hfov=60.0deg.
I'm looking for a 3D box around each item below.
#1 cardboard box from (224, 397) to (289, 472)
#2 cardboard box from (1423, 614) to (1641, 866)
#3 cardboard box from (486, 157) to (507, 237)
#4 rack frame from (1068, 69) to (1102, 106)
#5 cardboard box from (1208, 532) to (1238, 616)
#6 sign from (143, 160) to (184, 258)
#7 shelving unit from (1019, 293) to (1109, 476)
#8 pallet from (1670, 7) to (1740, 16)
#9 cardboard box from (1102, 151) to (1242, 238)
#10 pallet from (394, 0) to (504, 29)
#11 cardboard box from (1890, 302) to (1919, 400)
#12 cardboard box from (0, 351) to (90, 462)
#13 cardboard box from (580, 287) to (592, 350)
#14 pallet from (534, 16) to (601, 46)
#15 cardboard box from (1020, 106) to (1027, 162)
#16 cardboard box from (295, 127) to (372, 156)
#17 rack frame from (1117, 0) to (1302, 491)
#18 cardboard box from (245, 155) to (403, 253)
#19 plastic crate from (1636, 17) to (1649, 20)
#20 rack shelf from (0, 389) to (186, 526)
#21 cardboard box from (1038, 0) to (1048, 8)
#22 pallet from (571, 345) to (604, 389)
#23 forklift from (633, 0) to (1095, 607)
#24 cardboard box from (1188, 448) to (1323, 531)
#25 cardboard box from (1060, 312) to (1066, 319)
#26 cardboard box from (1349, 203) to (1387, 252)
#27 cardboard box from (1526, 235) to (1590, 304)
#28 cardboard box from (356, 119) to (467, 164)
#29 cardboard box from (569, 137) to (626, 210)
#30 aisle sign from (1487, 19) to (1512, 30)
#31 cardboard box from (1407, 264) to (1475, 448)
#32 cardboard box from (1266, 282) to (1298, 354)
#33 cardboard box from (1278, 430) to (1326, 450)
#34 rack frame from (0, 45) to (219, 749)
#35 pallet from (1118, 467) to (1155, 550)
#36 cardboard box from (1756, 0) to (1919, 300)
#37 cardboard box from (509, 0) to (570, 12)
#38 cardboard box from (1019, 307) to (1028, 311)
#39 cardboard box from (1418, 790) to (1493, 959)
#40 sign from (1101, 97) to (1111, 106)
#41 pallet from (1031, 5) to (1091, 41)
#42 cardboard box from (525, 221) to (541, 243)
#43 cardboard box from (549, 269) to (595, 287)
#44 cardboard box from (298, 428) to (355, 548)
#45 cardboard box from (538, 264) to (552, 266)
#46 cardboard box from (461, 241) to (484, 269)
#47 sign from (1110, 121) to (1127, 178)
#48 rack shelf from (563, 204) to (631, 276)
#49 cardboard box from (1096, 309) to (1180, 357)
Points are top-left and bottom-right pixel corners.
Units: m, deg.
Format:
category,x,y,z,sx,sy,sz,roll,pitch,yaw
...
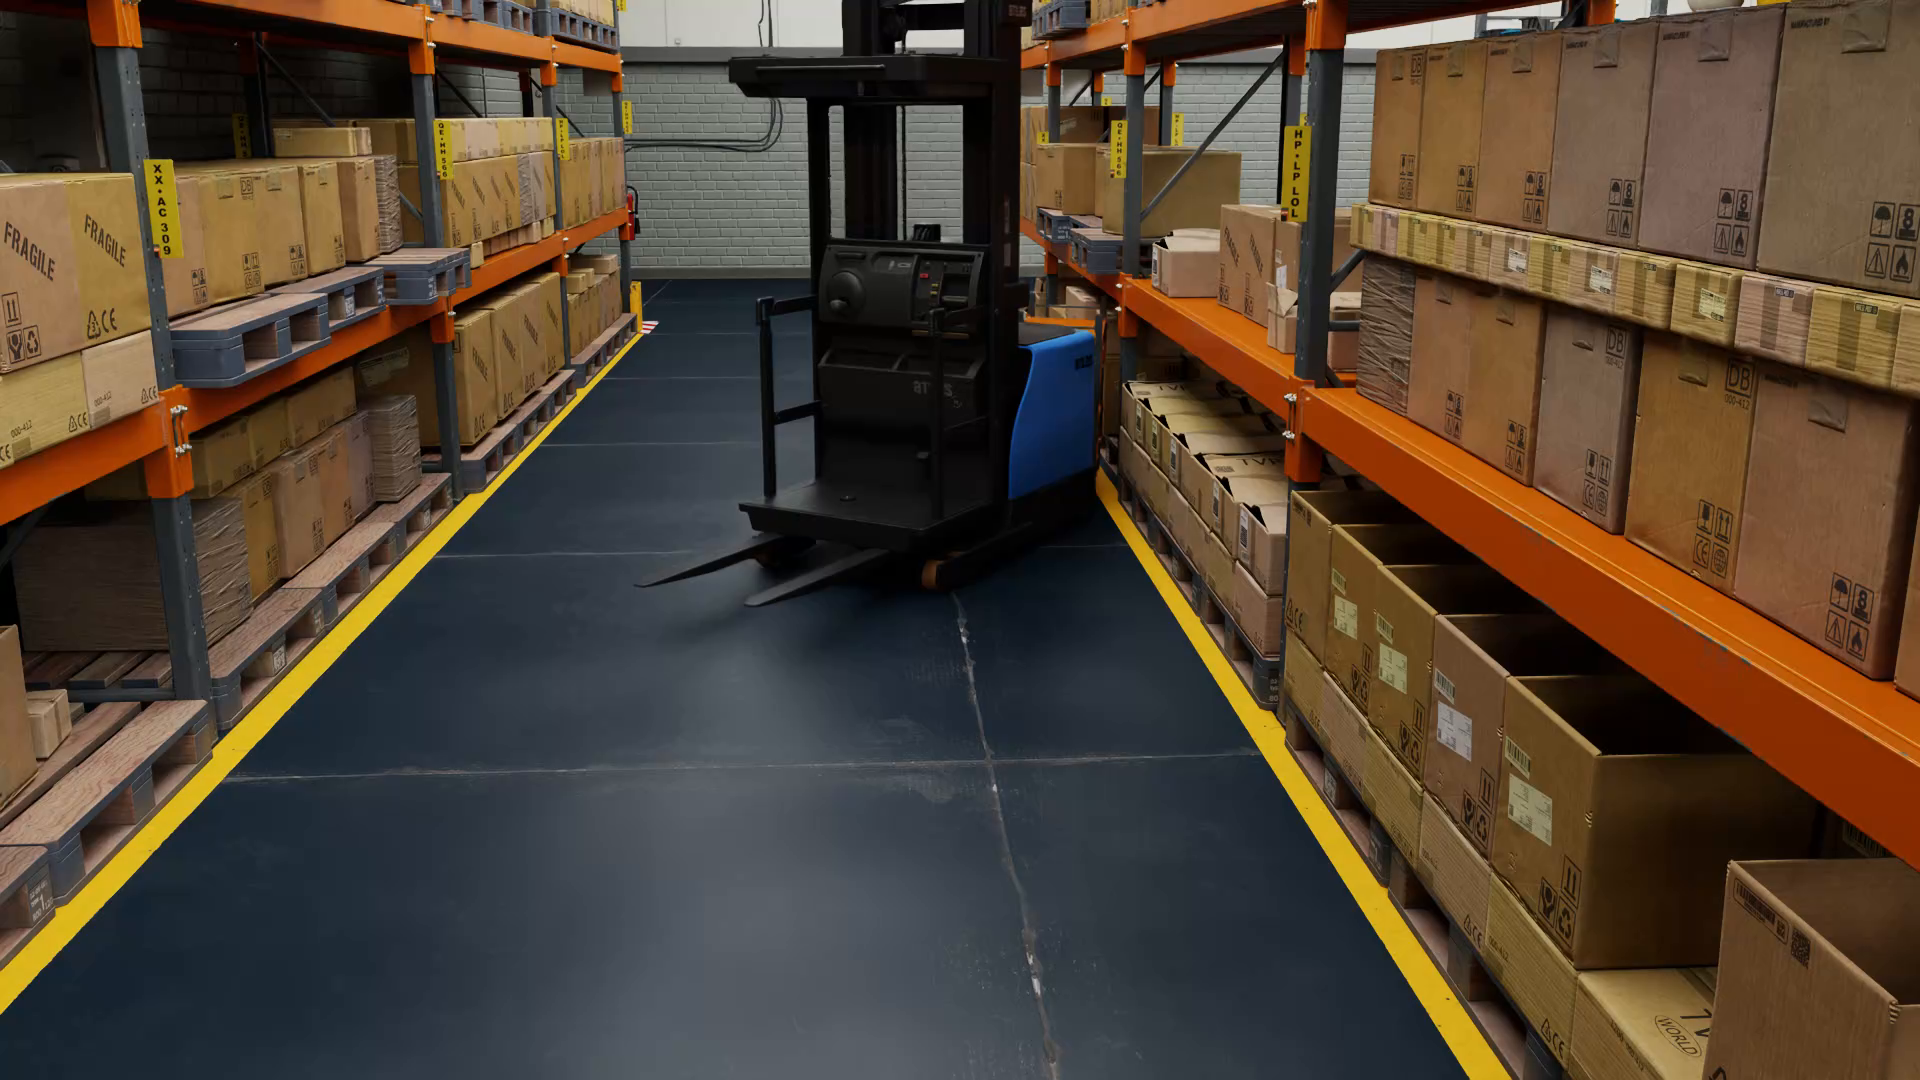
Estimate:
category,x,y,z,sx,sy,sz,roll,pitch,yaw
cardboard box,-3.358,-0.473,7.474,0.500,0.250,0.500,-1,14,-5
cardboard box,1.527,0.495,4.253,0.500,0.500,0.500,-1,14,-3
cardboard box,-3.304,-2.261,10.958,0.500,0.500,0.500,-1,14,-4
rack frame,0.972,-3.748,17.572,1.000,3.000,0.127,-1,14,-3
cardboard box,1.371,0.141,7.136,0.500,0.250,0.500,-1,14,-4
sign,-2.688,-1.115,5.604,0.100,0.325,0.005,-1,14,-3
shelving unit,0.613,-0.886,10.186,0.538,1.125,1.048,3,15,6
pallet,6.310,-3.996,12.897,1.213,0.211,1.003,-1,14,-3
cardboard box,1.316,-2.165,10.376,0.700,0.500,0.500,-6,16,-22
pallet,-3.642,-3.479,10.888,1.003,0.211,1.213,0,14,-1
cardboard box,1.732,-0.288,2.624,0.380,0.149,0.250,-1,14,-2
cardboard box,-2.874,-0.386,4.766,0.500,0.250,0.500,-1,14,-3
cardboard box,-3.696,-1.981,14.879,0.700,0.500,0.500,-1,14,-4
pallet,-3.837,-4.591,15.010,1.003,0.211,1.213,-1,14,-3
cardboard box,0.834,-3.785,15.510,0.500,0.500,0.500,-1,14,-4
cardboard box,-3.425,-2.171,9.059,0.380,0.149,0.250,-3,15,-11
rack frame,1.467,-1.758,9.839,1.000,3.000,0.127,-1,14,-3
cardboard box,-3.437,-1.825,9.017,0.700,0.500,0.500,-3,15,-10
plastic crate,6.360,-4.531,14.859,0.497,0.269,0.590,-1,14,-3
rack shelf,-3.105,0.160,3.828,1.077,0.370,4.000,-1,14,-3
cardboard box,0.918,-4.492,13.742,0.500,0.250,0.500,-1,14,-3
pallet,-3.693,-1.515,14.492,1.003,0.211,1.213,-1,14,-3
forklift,-0.404,-1.291,8.163,1.130,2.935,3.031,8,17,29
cardboard box,1.337,-0.256,7.552,0.500,0.311,0.500,-1,14,-4
cardboard box,1.050,-1.499,12.965,0.500,0.500,0.500,-1,14,-3
cardboard box,1.539,-1.056,5.608,0.380,0.149,0.250,-1,14,-4
cardboard box,1.638,-0.671,4.111,0.380,0.149,0.250,-1,14,-4
cardboard box,-3.249,-2.370,9.875,0.500,0.250,0.500,-1,14,-2
cardboard box,-3.931,-3.689,16.741,0.980,0.700,0.700,0,14,-1
aisle sign,5.615,-5.095,17.593,0.394,0.787,0.004,-1,14,-3
cardboard box,1.788,-0.570,5.022,0.700,0.500,0.500,-1,14,-4
cardboard box,1.477,-0.914,6.828,0.396,0.266,0.258,-1,14,-5
cardboard box,1.842,-0.395,8.094,0.500,0.311,0.500,0,14,-2
rack frame,-3.229,-0.686,5.672,1.000,3.000,0.127,-1,14,-3
pallet,1.479,-0.202,9.389,1.003,0.211,1.213,-1,14,-3
cardboard box,1.906,-0.705,2.943,0.700,0.500,0.500,-1,14,-5
cardboard box,-3.504,-4.483,13.669,0.500,0.250,0.500,-1,14,-4
cardboard box,0.784,-2.241,16.351,0.500,0.250,0.500,-1,14,-3
cardboard box,1.530,0.858,4.346,0.500,0.250,0.500,-1,14,-3
sign,1.527,-4.465,17.402,0.100,0.325,0.005,-1,14,-3
pallet,1.190,-3.951,12.721,1.213,0.211,1.003,-1,14,-3
cardboard box,-3.336,-2.291,12.376,0.380,0.149,0.250,-1,14,-3
cardboard box,-3.540,-2.388,15.159,0.380,0.149,0.250,-1,14,-5
cardboard box,-3.405,-0.252,8.119,0.700,0.500,0.500,-1,14,-4
cardboard box,-3.956,-2.517,15.662,0.380,0.149,0.250,-1,14,-3
cardboard box,-3.205,-1.784,10.405,0.380,0.149,0.250,0,14,-2
sign,0.926,-2.270,9.663,0.100,0.325,0.005,-1,14,-3
rack shelf,-3.848,-2.824,15.428,1.077,0.370,4.000,-1,14,-3
cardboard box,1.167,-1.367,10.946,0.500,0.250,0.500,0,14,-1
